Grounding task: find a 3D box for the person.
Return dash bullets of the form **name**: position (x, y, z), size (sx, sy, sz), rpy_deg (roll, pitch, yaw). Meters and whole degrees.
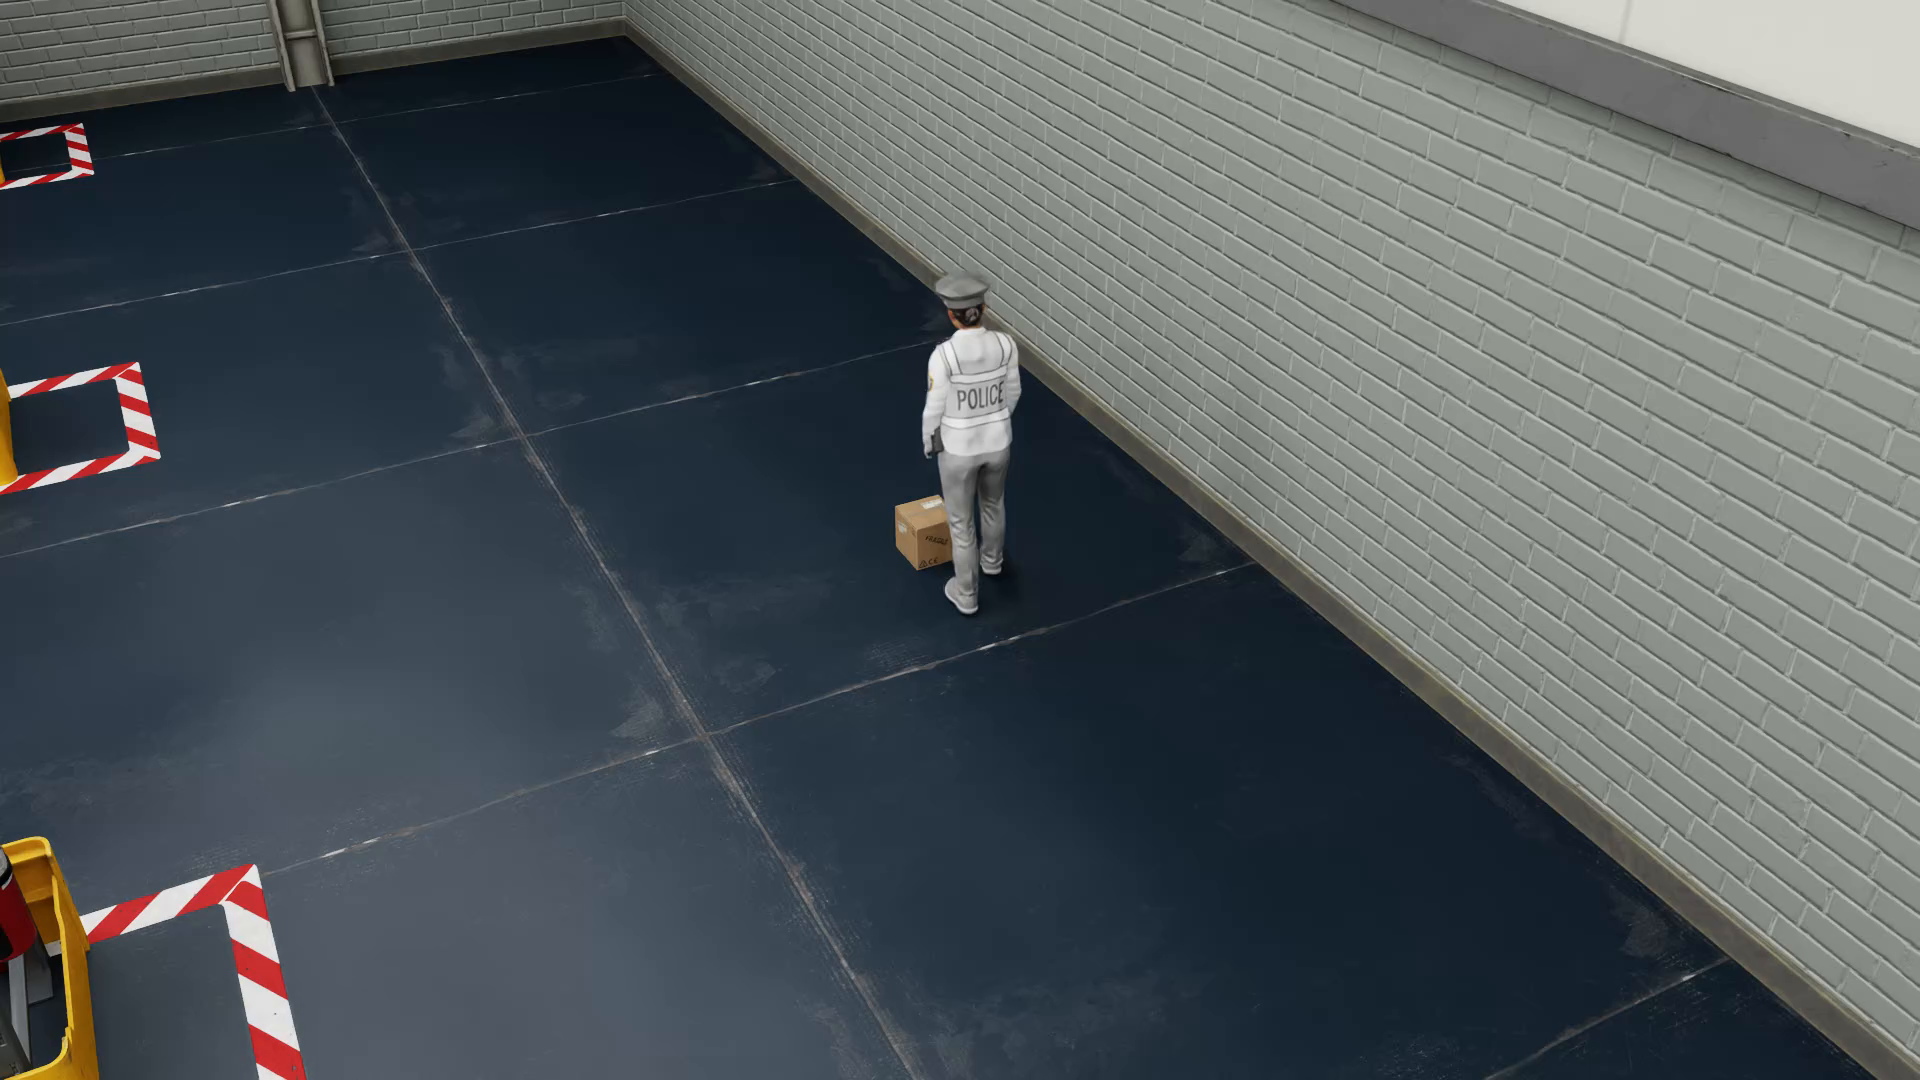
- **person**: position (0.035, -0.460, 7.826), size (0.521, 1.679, 0.514), rpy_deg (-16, 36, -22)
